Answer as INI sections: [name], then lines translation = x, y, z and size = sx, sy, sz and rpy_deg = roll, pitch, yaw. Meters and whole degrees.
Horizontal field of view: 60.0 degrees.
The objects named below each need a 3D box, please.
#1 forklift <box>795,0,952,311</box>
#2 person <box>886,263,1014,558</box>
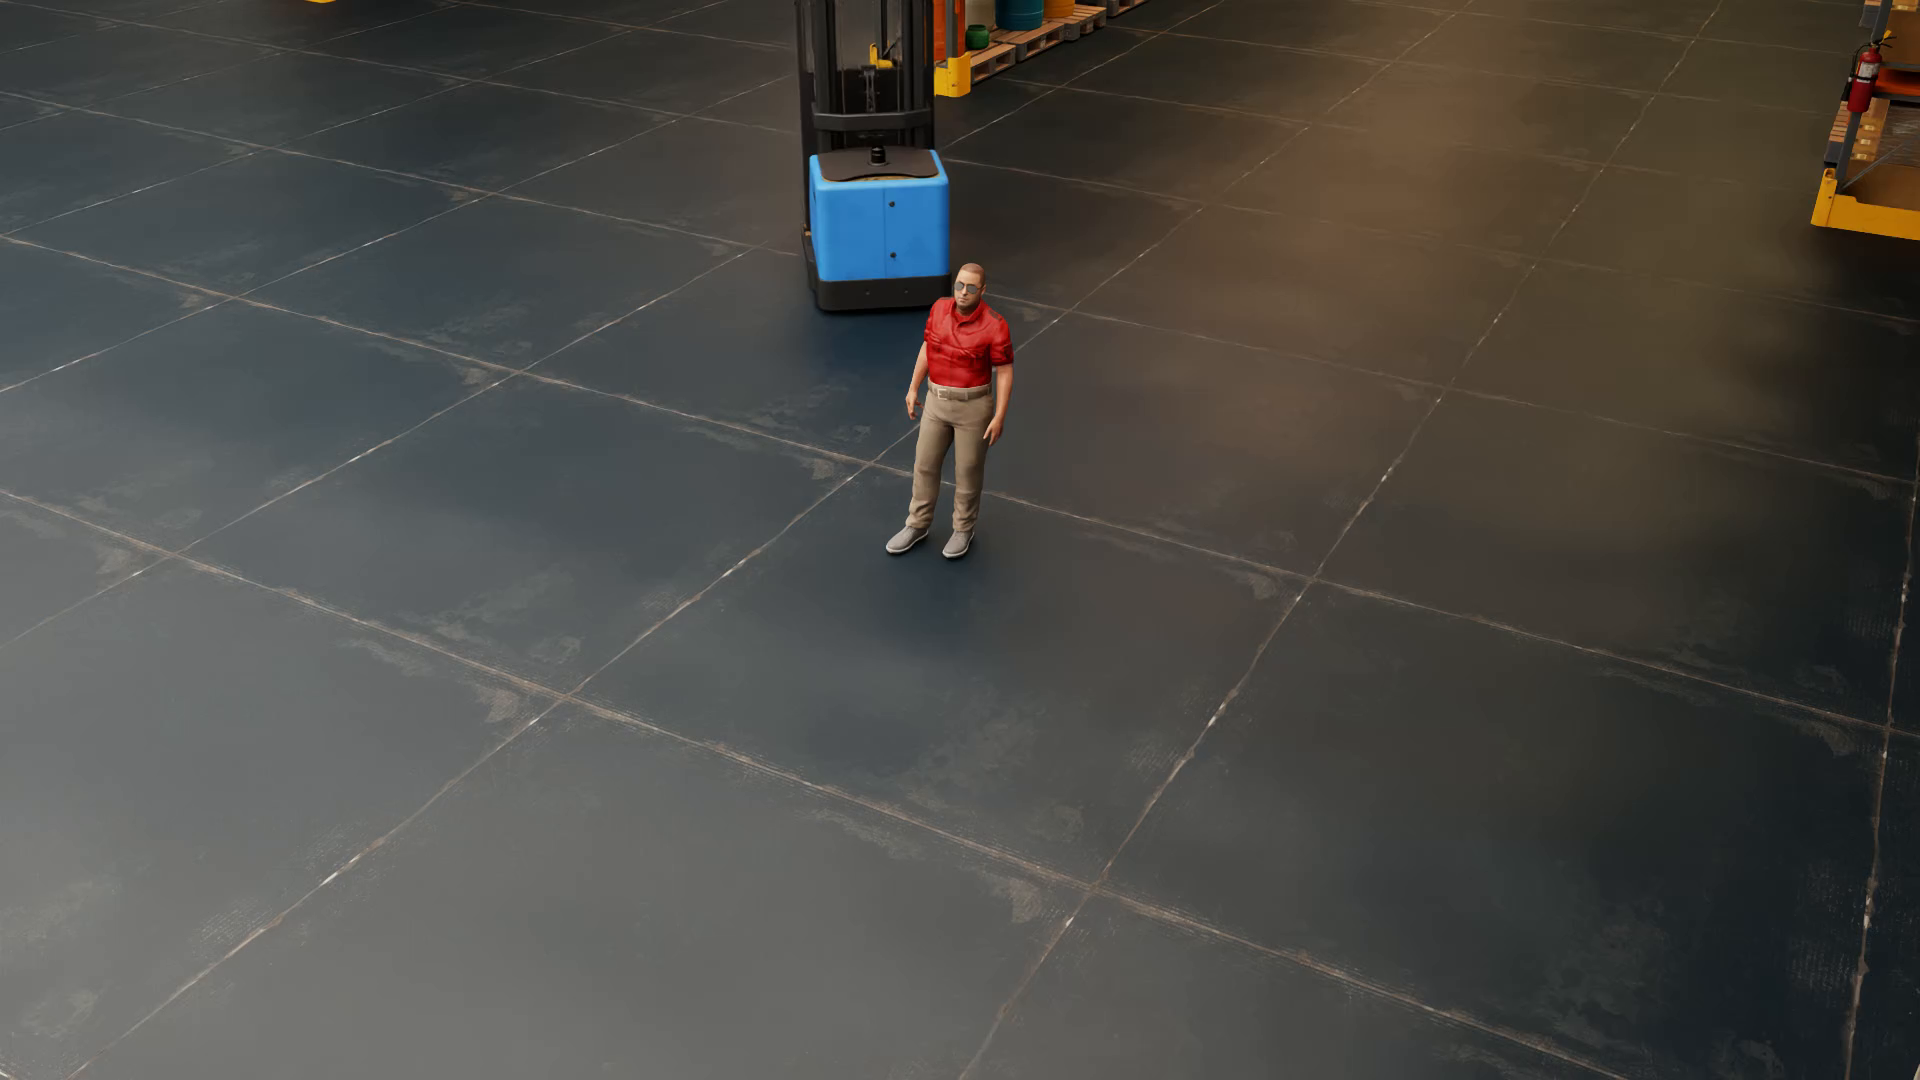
[forklift]
translation = -0.787, -3.773, 13.607
size = 1.130, 2.935, 3.031
rpy_deg = -4, 30, -7
[person]
translation = -0.054, -0.719, 9.504
size = 0.640, 1.727, 0.551
rpy_deg = 15, 33, 25
